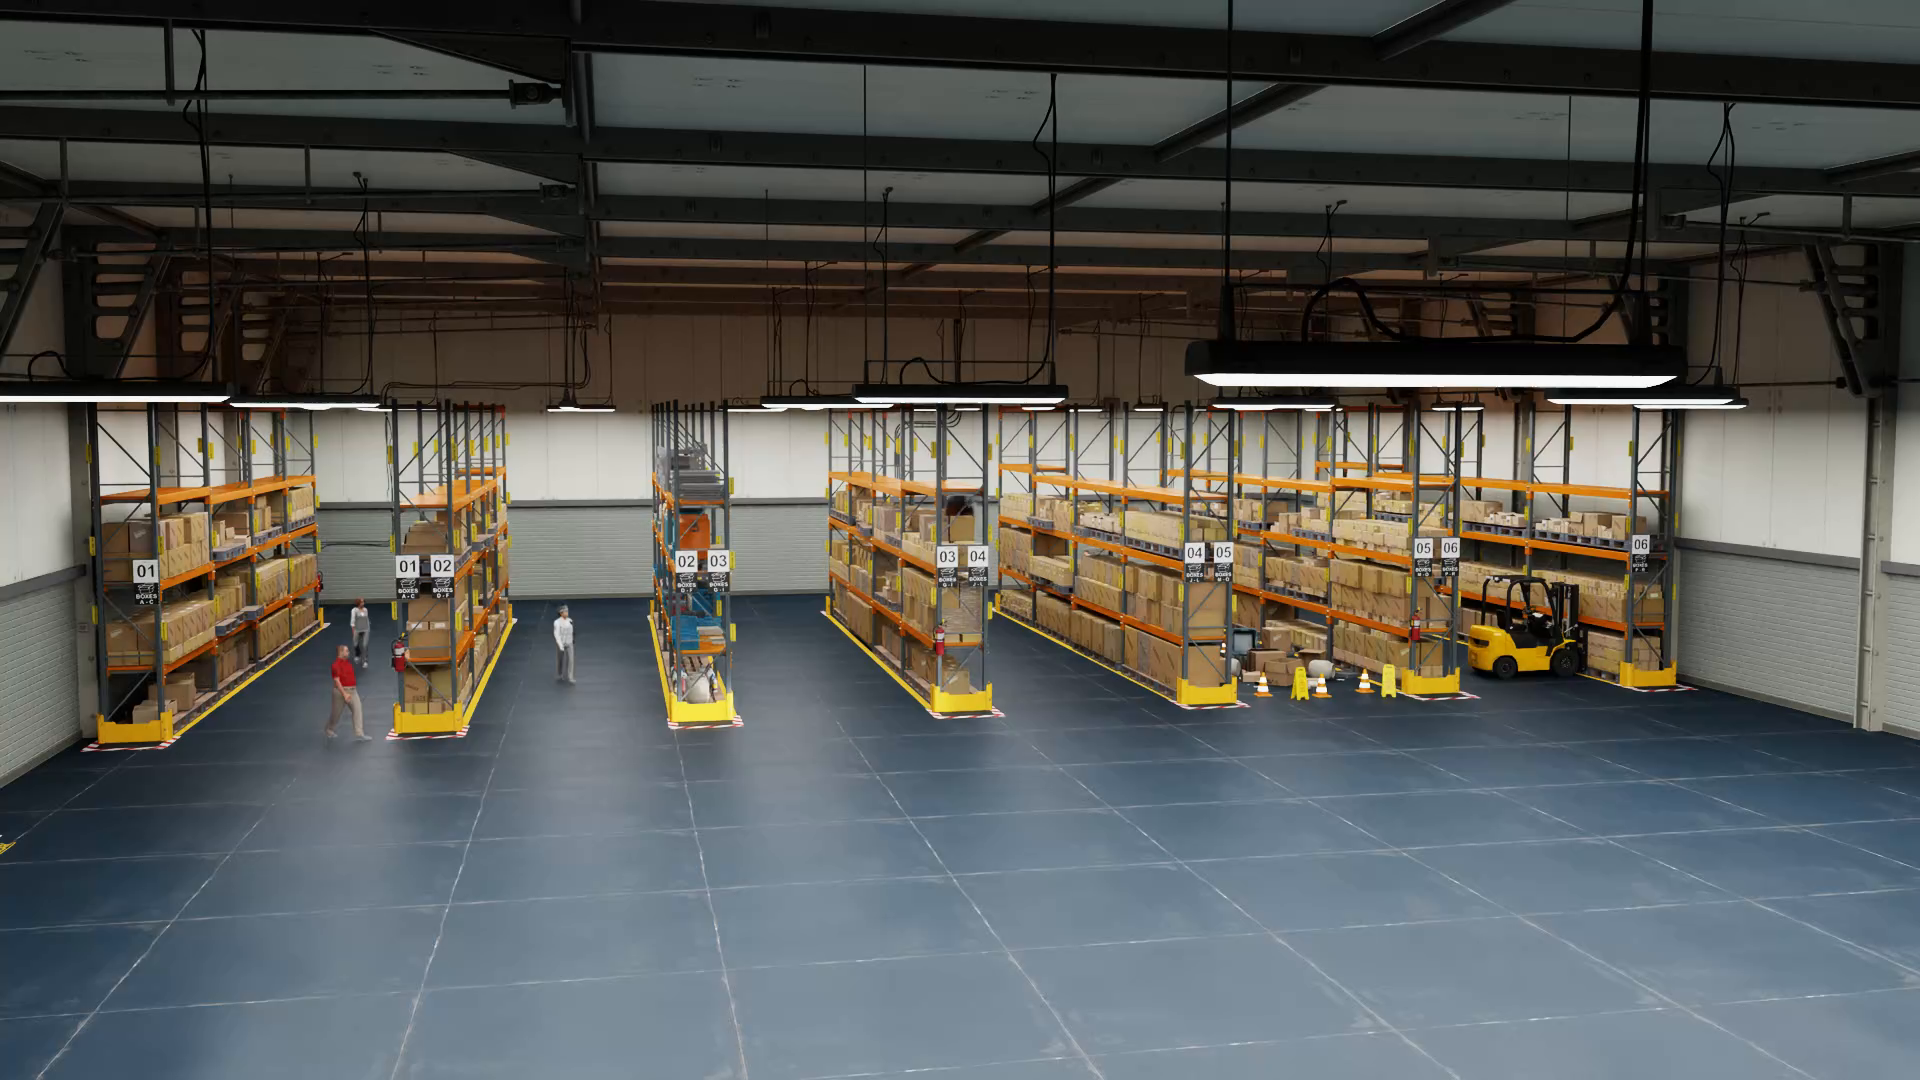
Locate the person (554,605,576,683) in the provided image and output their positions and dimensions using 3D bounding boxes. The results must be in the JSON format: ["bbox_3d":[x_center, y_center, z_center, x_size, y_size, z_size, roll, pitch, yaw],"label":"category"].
[{"bbox_3d":[-8.457,2.215,35.559,0.438,1.643,0.980,-1,5,-19],"label":"person"}]

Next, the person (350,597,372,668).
[{"bbox_3d":[-13.544,2.083,37.630,0.461,1.593,0.479,-1,5,-18],"label":"person"}]

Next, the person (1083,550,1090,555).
[{"bbox_3d":[3.847,1.121,50.289,1.008,1.625,0.503,-1,5,-17],"label":"person"}]

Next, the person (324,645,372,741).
[{"bbox_3d":[-10.789,2.686,29.145,1.039,1.677,0.499,3,5,38],"label":"person"}]
